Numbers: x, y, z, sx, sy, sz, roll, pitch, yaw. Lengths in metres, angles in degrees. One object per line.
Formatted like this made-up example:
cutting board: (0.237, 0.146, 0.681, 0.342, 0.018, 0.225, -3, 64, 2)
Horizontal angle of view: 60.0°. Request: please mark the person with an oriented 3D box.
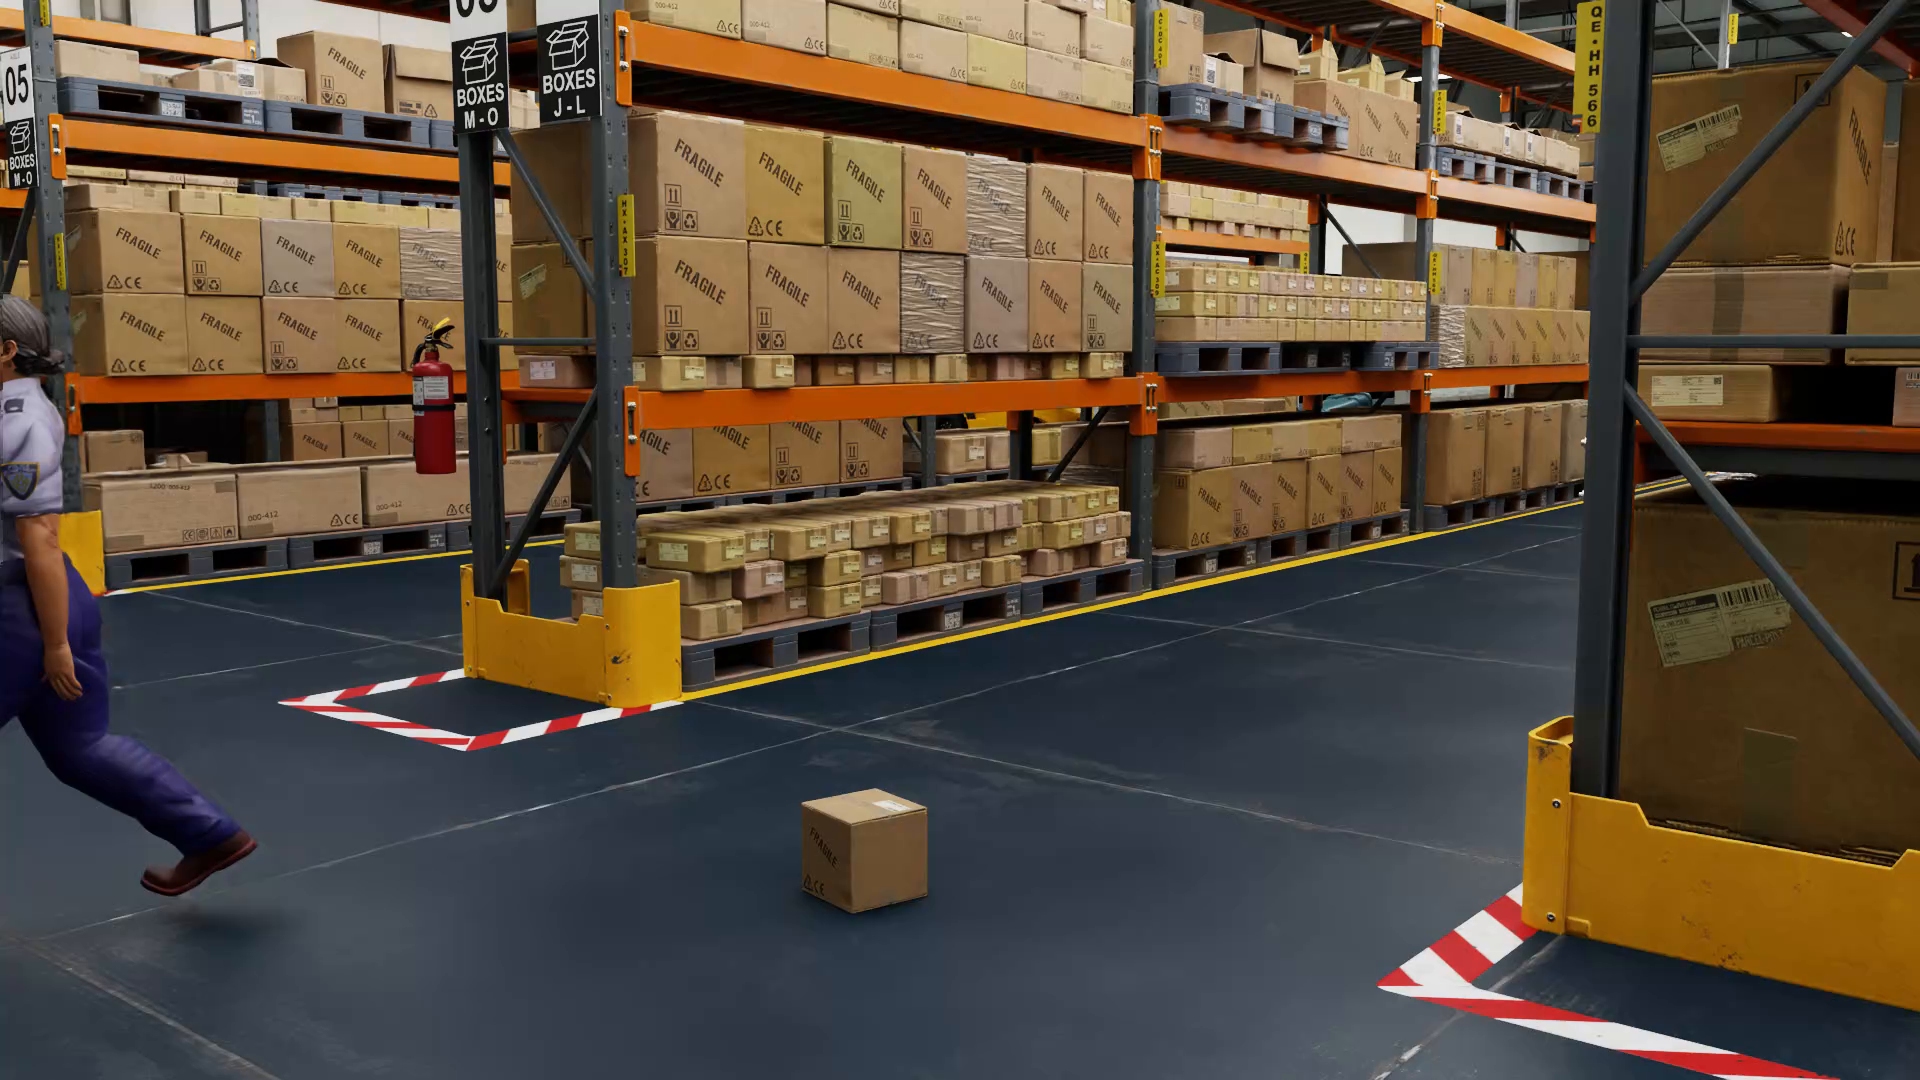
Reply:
person: (-2.327, 0.201, 4.090, 0.967, 1.590, 0.475, -2, 7, -18)
